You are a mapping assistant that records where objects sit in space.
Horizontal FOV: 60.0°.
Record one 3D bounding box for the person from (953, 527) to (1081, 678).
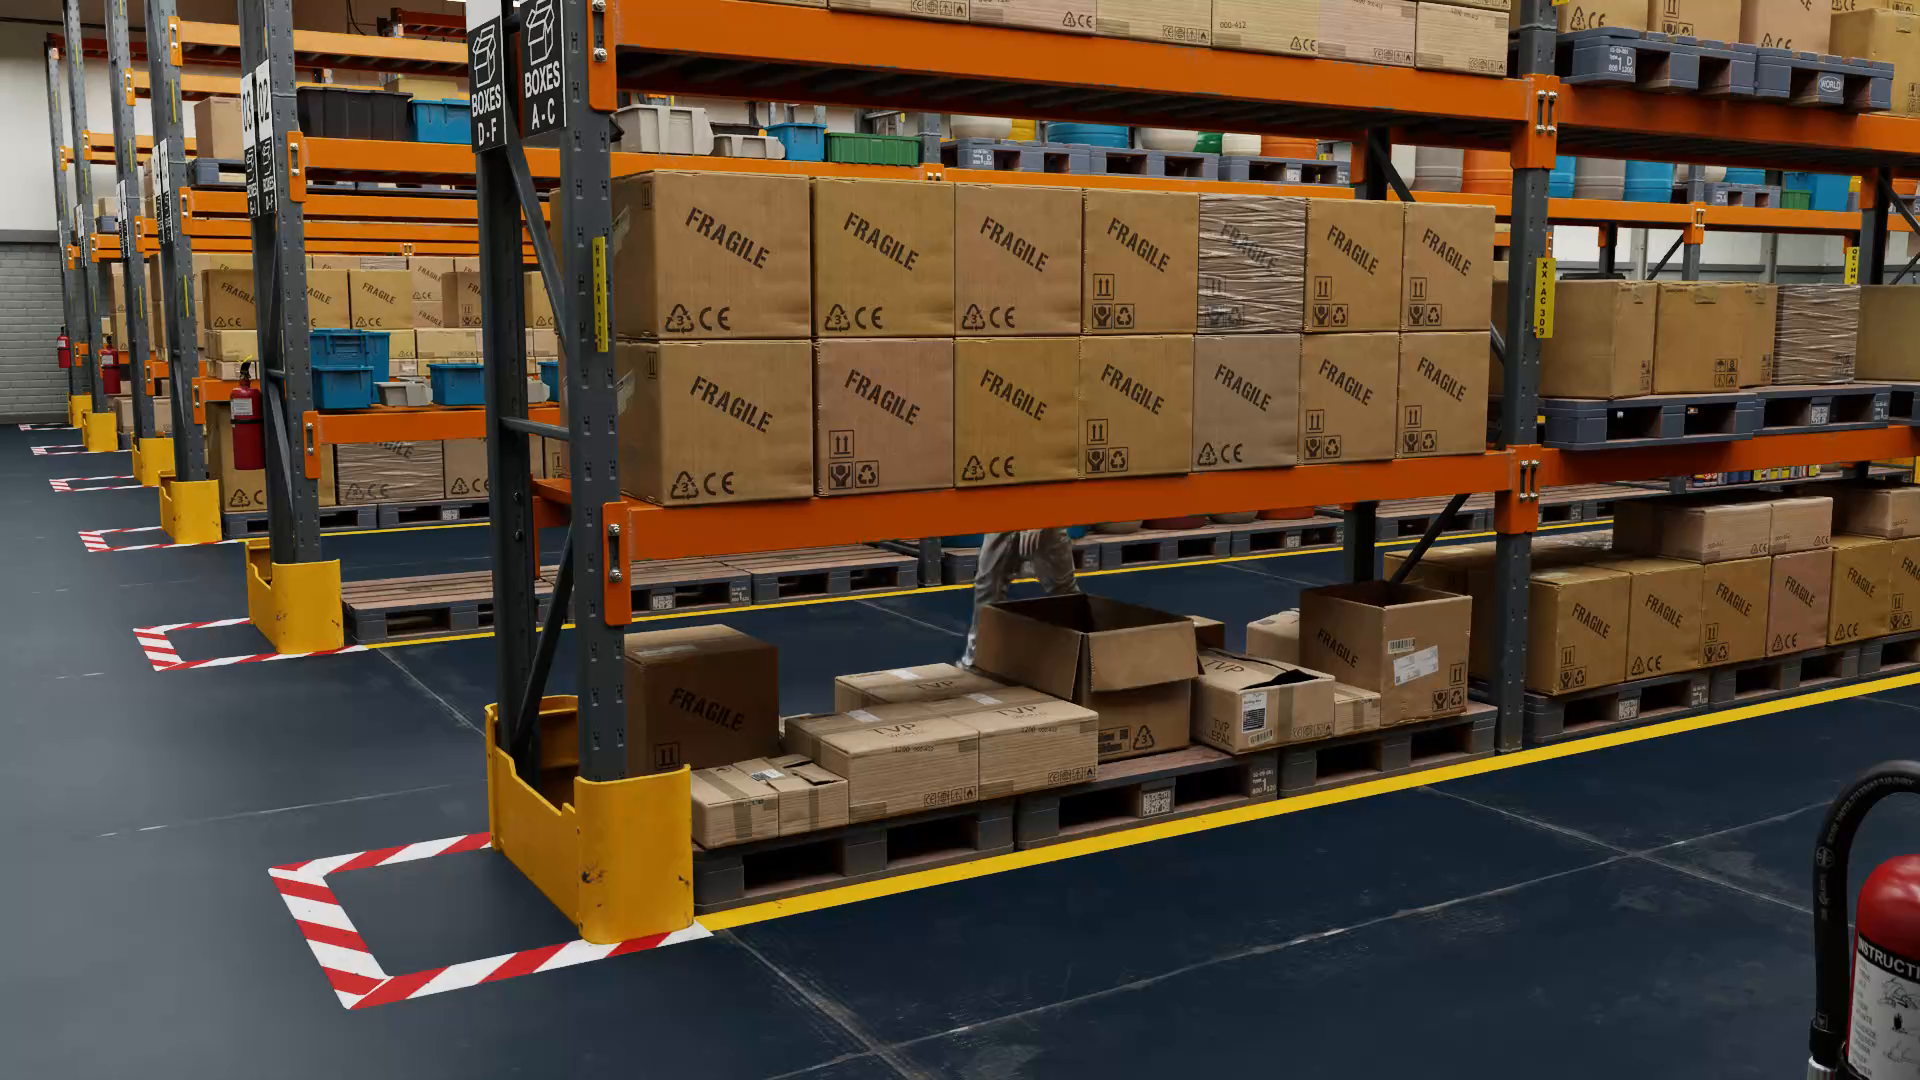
[{"bbox_3d":[0.297,-0.126,8.121,0.858,1.759,0.591,-4,9,-28],"label":"person"}]
